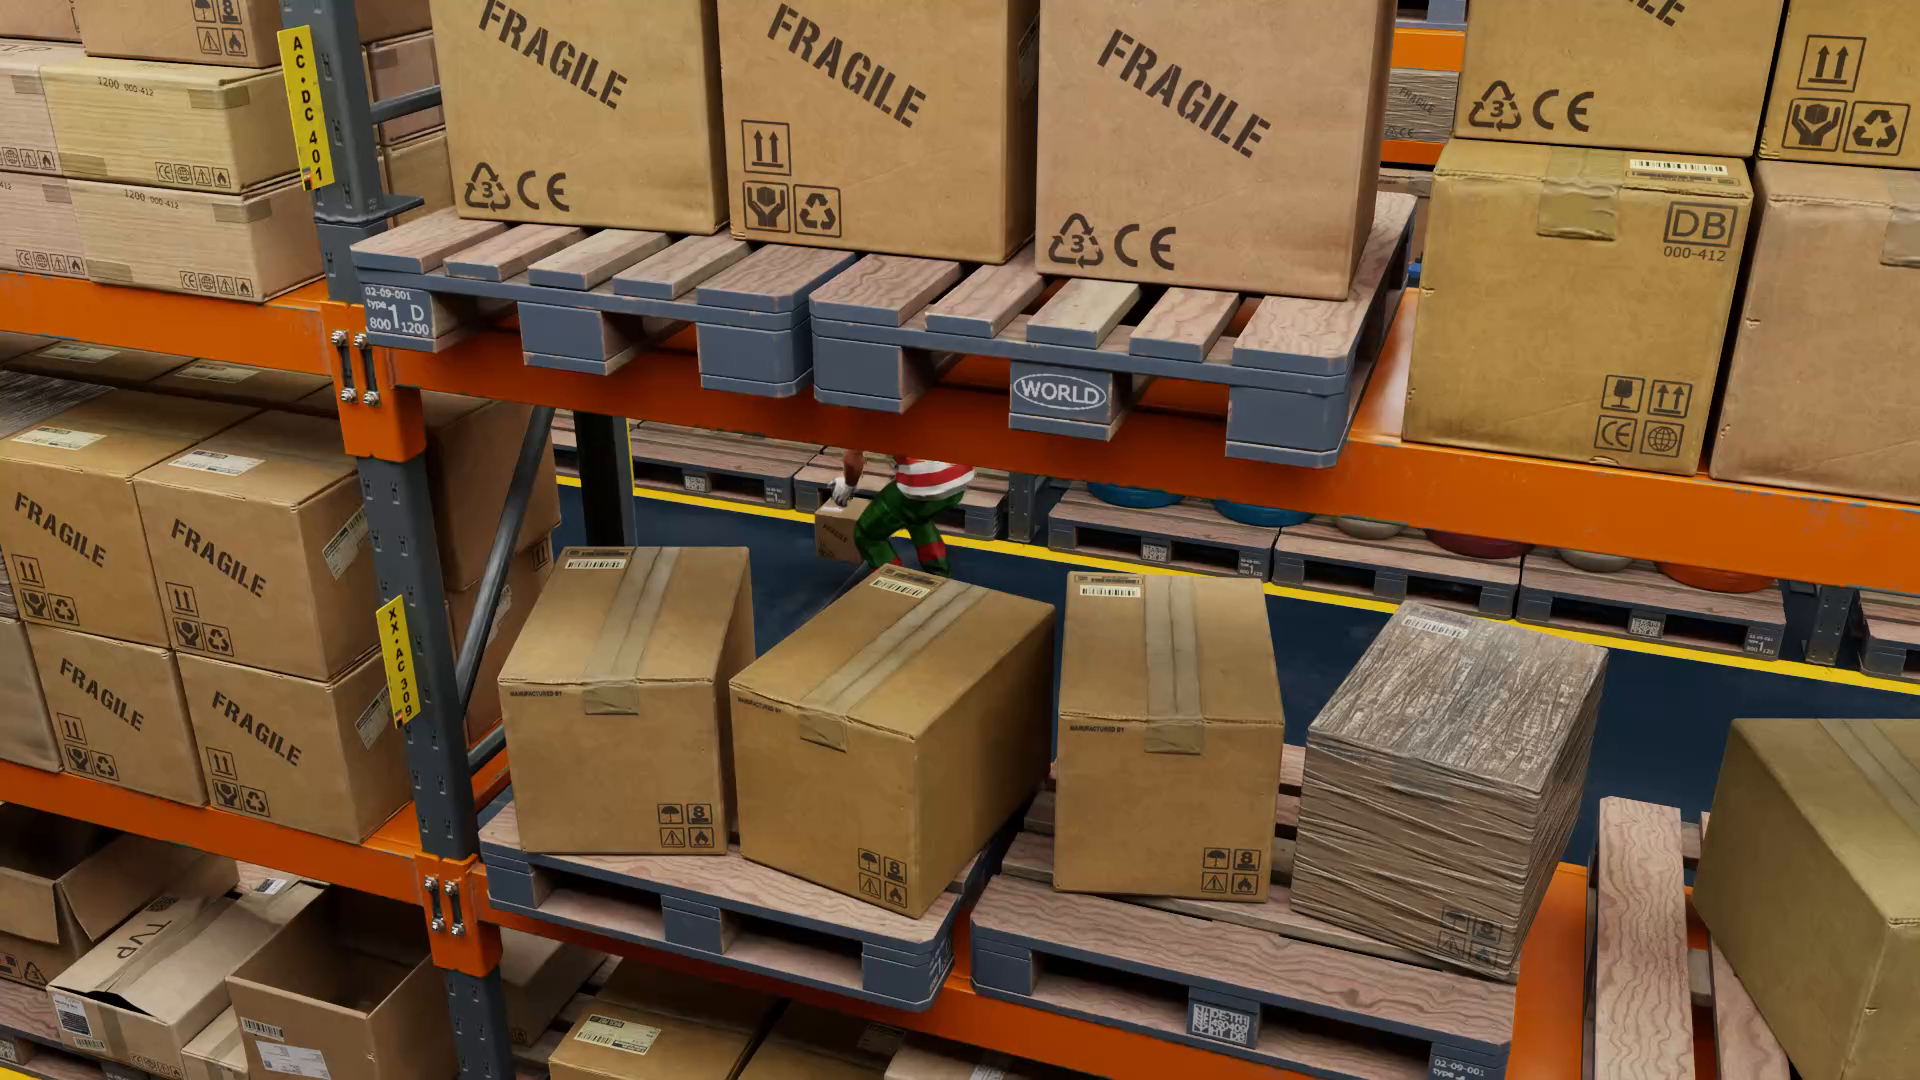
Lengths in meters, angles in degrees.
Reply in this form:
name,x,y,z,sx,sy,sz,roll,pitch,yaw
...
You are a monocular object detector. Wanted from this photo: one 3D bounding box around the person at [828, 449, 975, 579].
name,x,y,z,sx,sy,sz,roll,pitch,yaw
person,-0.292,-0.306,8.062,0.711,1.498,0.581,22,33,39
